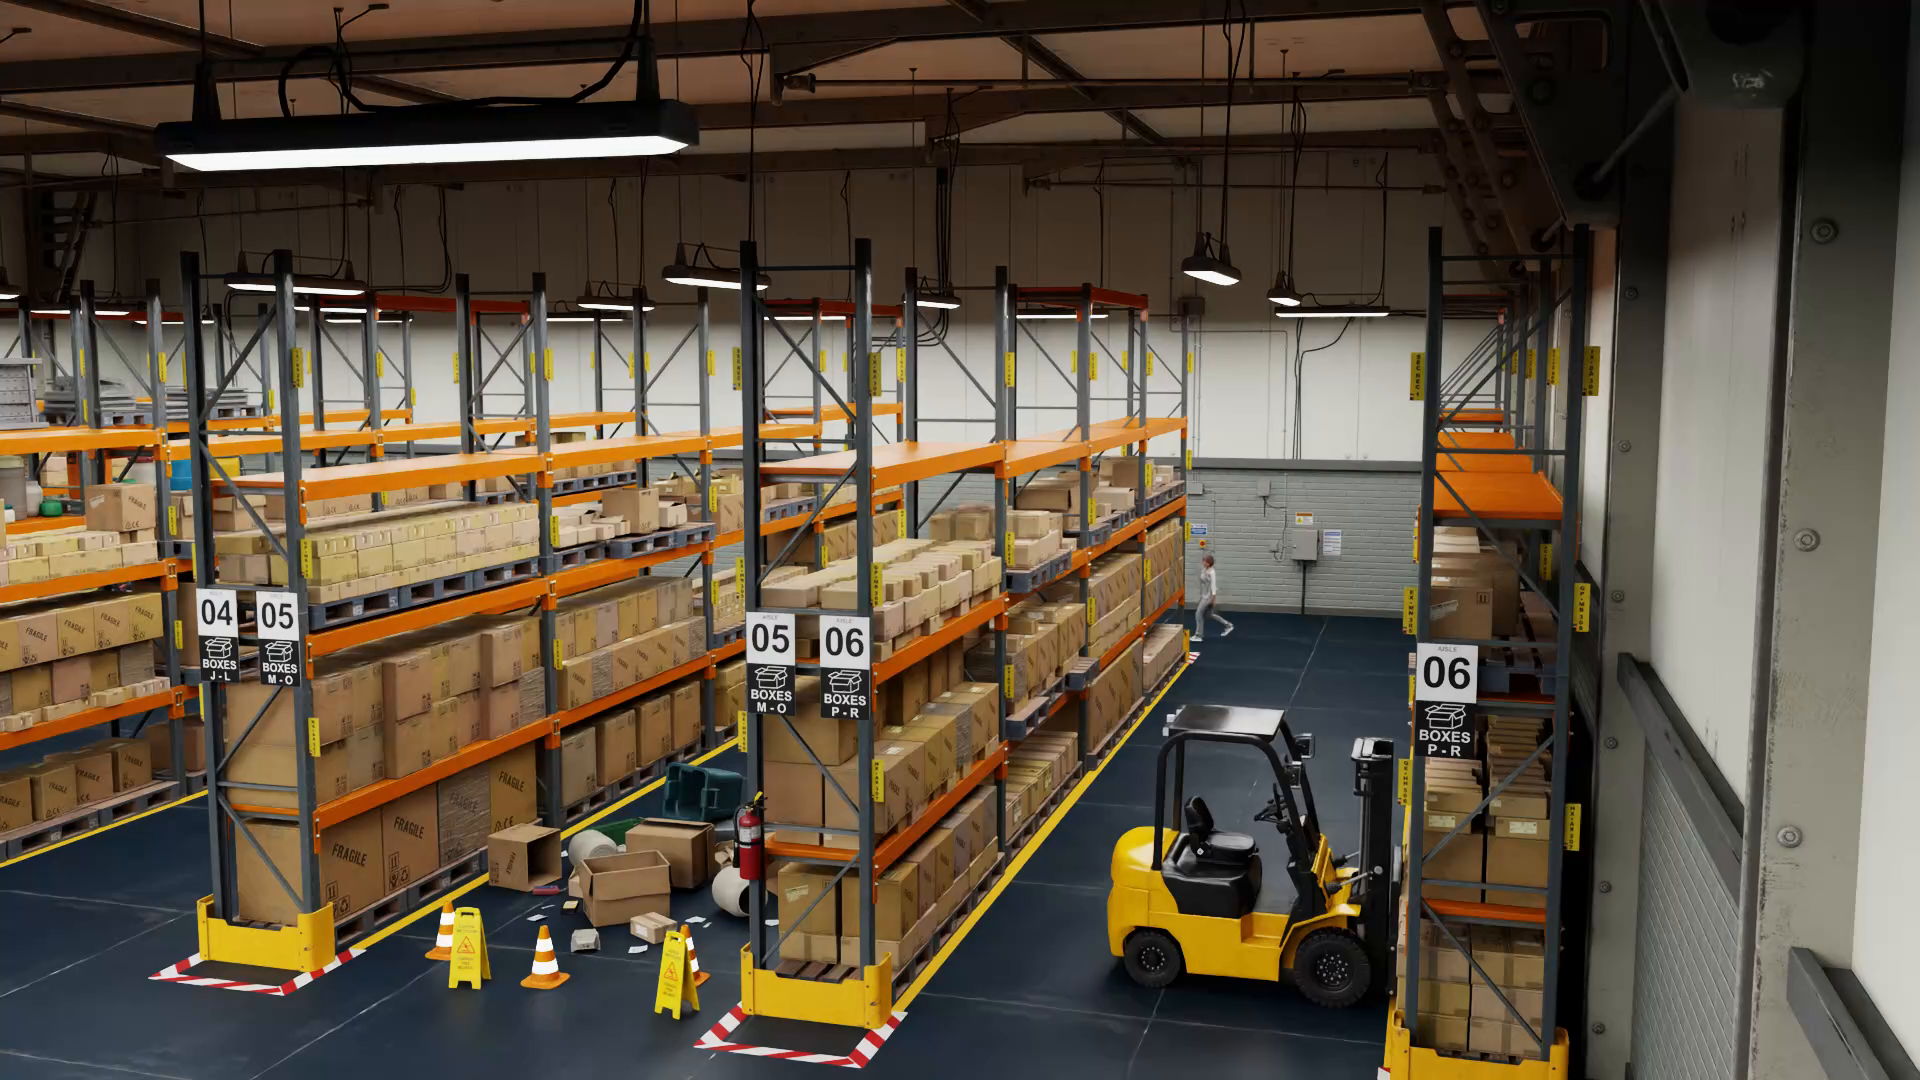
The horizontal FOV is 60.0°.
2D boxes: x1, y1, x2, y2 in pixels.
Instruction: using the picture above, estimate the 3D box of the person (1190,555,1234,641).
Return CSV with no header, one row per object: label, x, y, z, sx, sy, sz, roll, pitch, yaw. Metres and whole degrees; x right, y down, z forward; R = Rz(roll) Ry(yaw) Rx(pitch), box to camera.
person,4.495,1.035,29.861,0.814,1.558,0.390,1,6,7
